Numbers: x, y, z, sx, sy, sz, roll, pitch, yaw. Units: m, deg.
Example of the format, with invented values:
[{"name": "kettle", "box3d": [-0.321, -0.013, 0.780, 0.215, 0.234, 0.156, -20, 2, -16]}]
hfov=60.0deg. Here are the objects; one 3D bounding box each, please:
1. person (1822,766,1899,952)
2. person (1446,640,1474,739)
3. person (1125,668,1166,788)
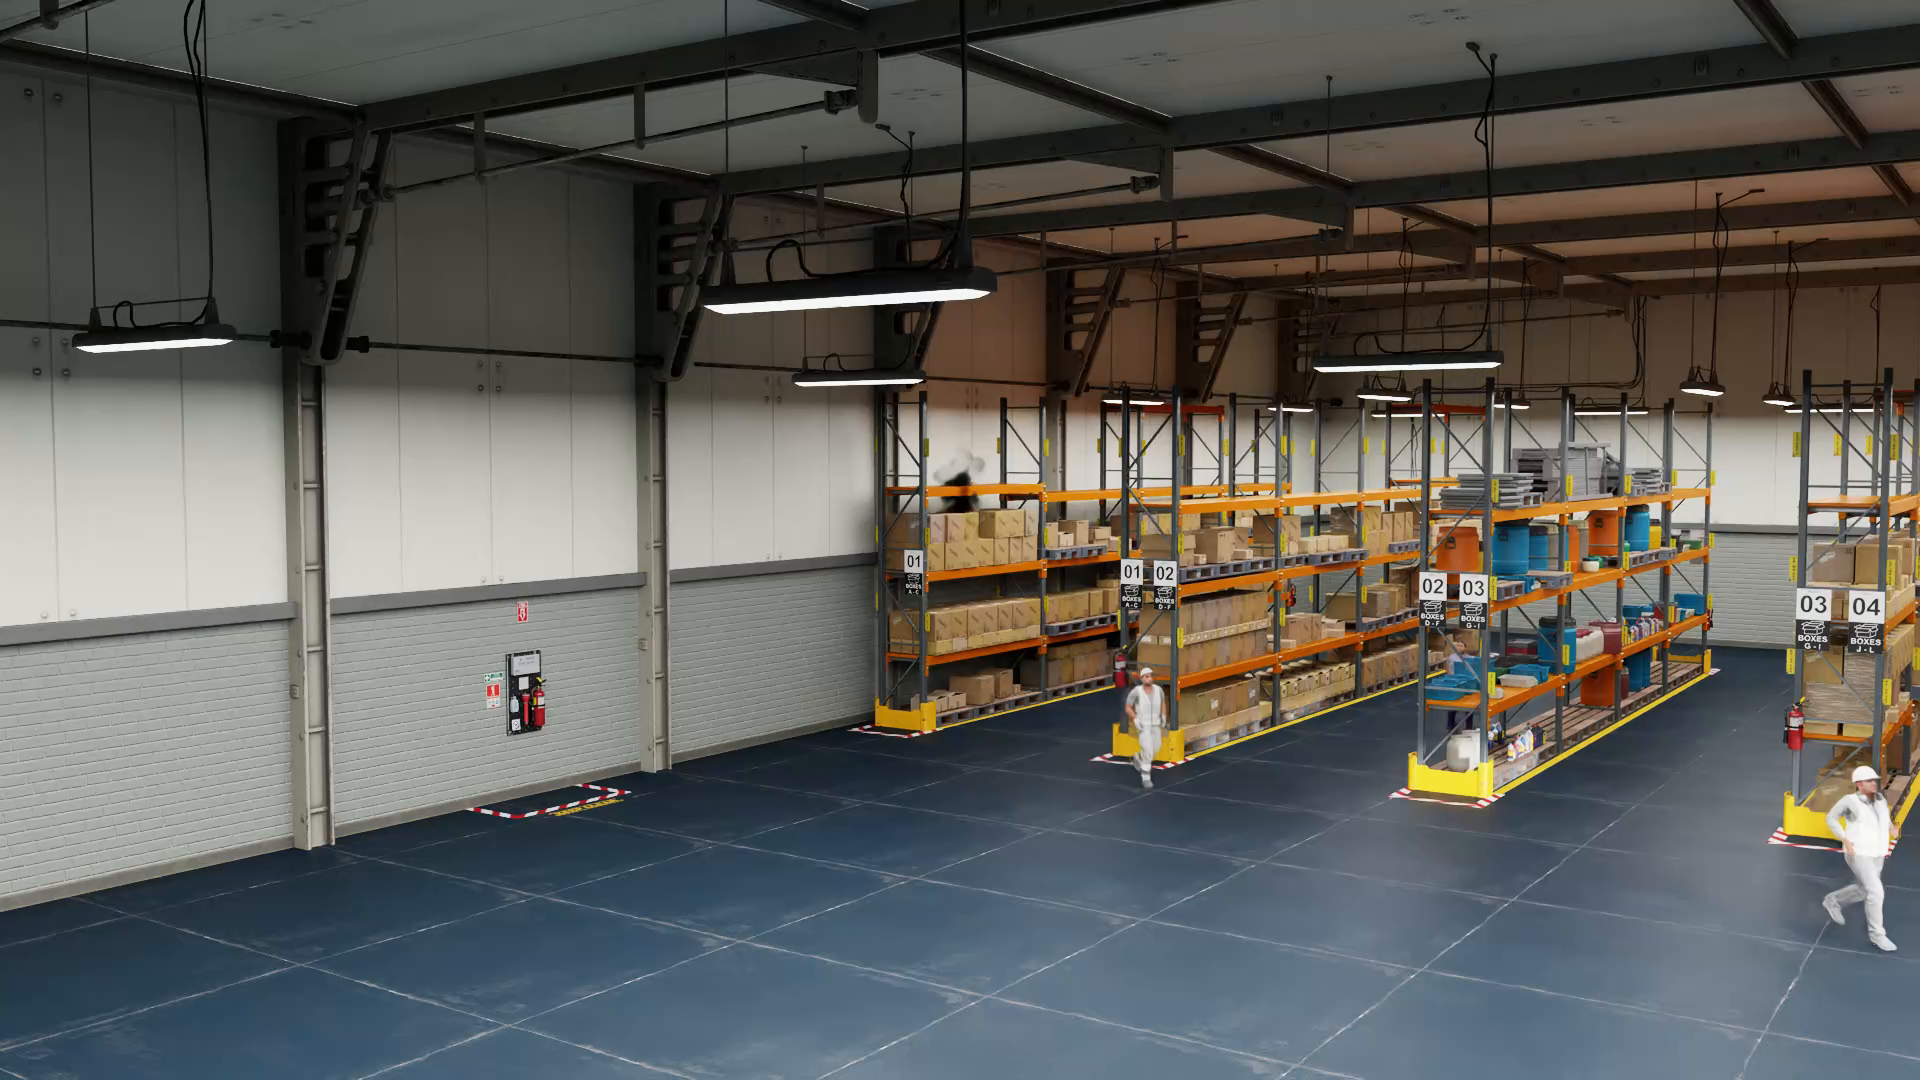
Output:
[{"name": "person", "box3d": [9.183, 3.179, 16.902, 0.648, 1.787, 0.890, -1, 3, -21]}, {"name": "person", "box3d": [8.669, 2.565, 28.832, 0.585, 1.671, 0.895, 2, 4, 29]}, {"name": "person", "box3d": [2.743, 2.761, 24.731, 0.662, 1.774, 0.668, -1, 3, -20]}]
